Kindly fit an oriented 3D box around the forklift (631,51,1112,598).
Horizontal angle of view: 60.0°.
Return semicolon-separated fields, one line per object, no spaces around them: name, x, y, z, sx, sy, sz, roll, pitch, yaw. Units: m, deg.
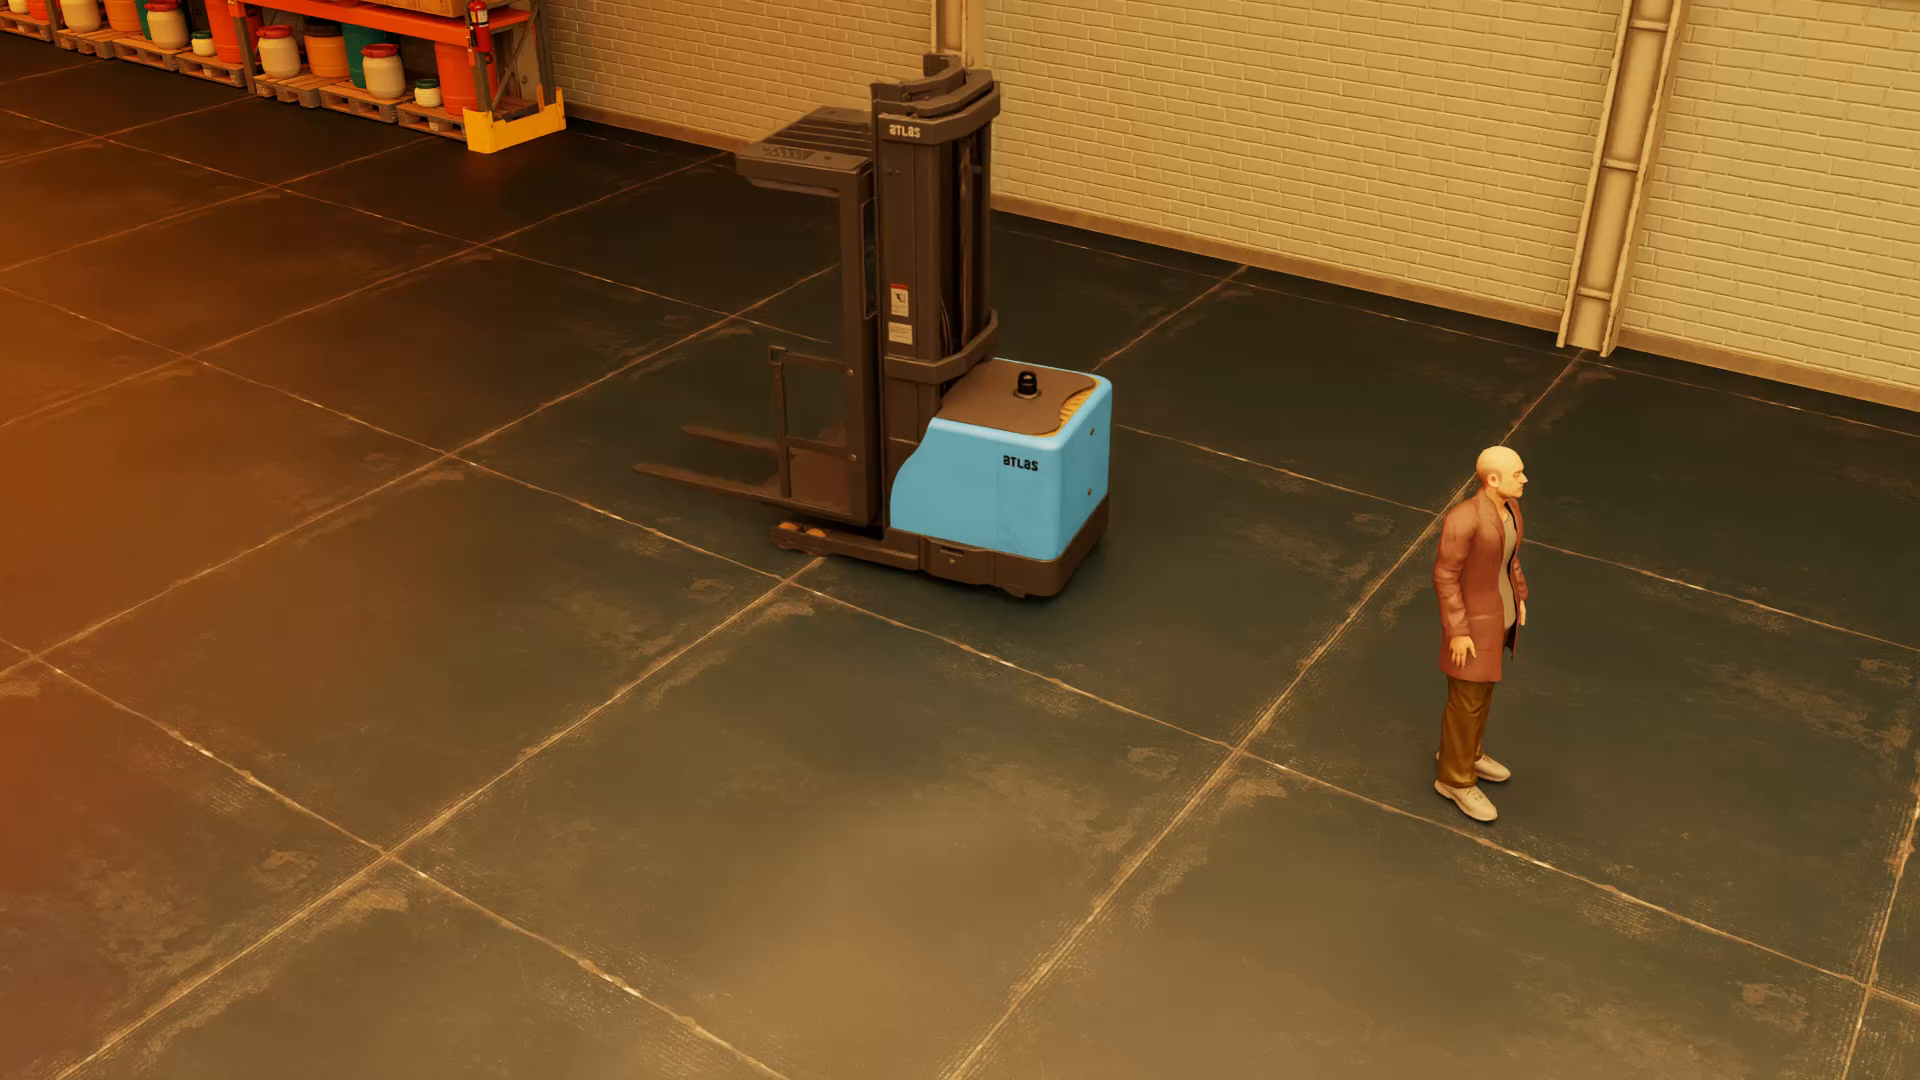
forklift;-0.631;-1.399;9.990;3.031;2.935;1.130;12;32;20

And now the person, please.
person;2.590;0.415;8.001;0.582;1.775;0.695;26;39;37
